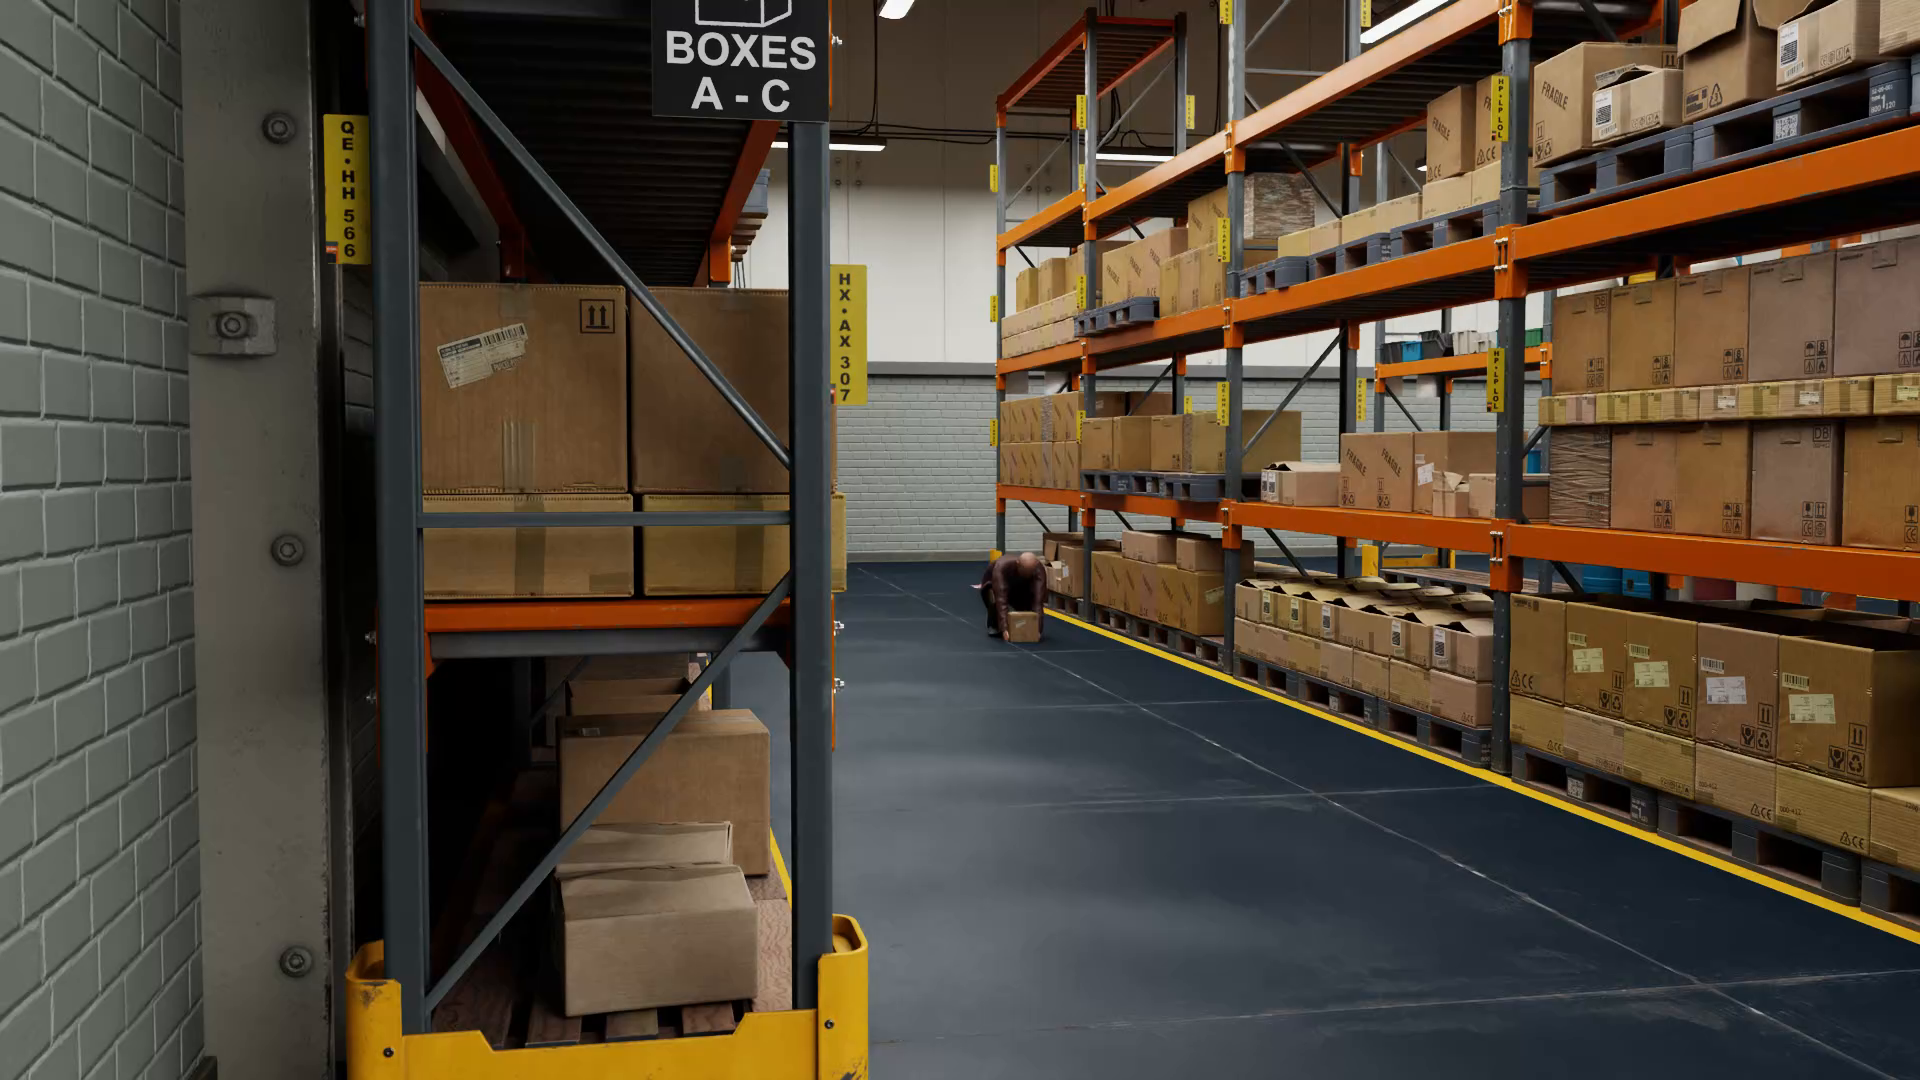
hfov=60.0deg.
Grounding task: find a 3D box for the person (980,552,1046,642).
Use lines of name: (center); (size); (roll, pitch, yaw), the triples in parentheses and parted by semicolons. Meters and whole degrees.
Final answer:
person: (0.485, 0.523, 15.186); (0.580, 0.874, 0.921); (-1, 3, -12)
